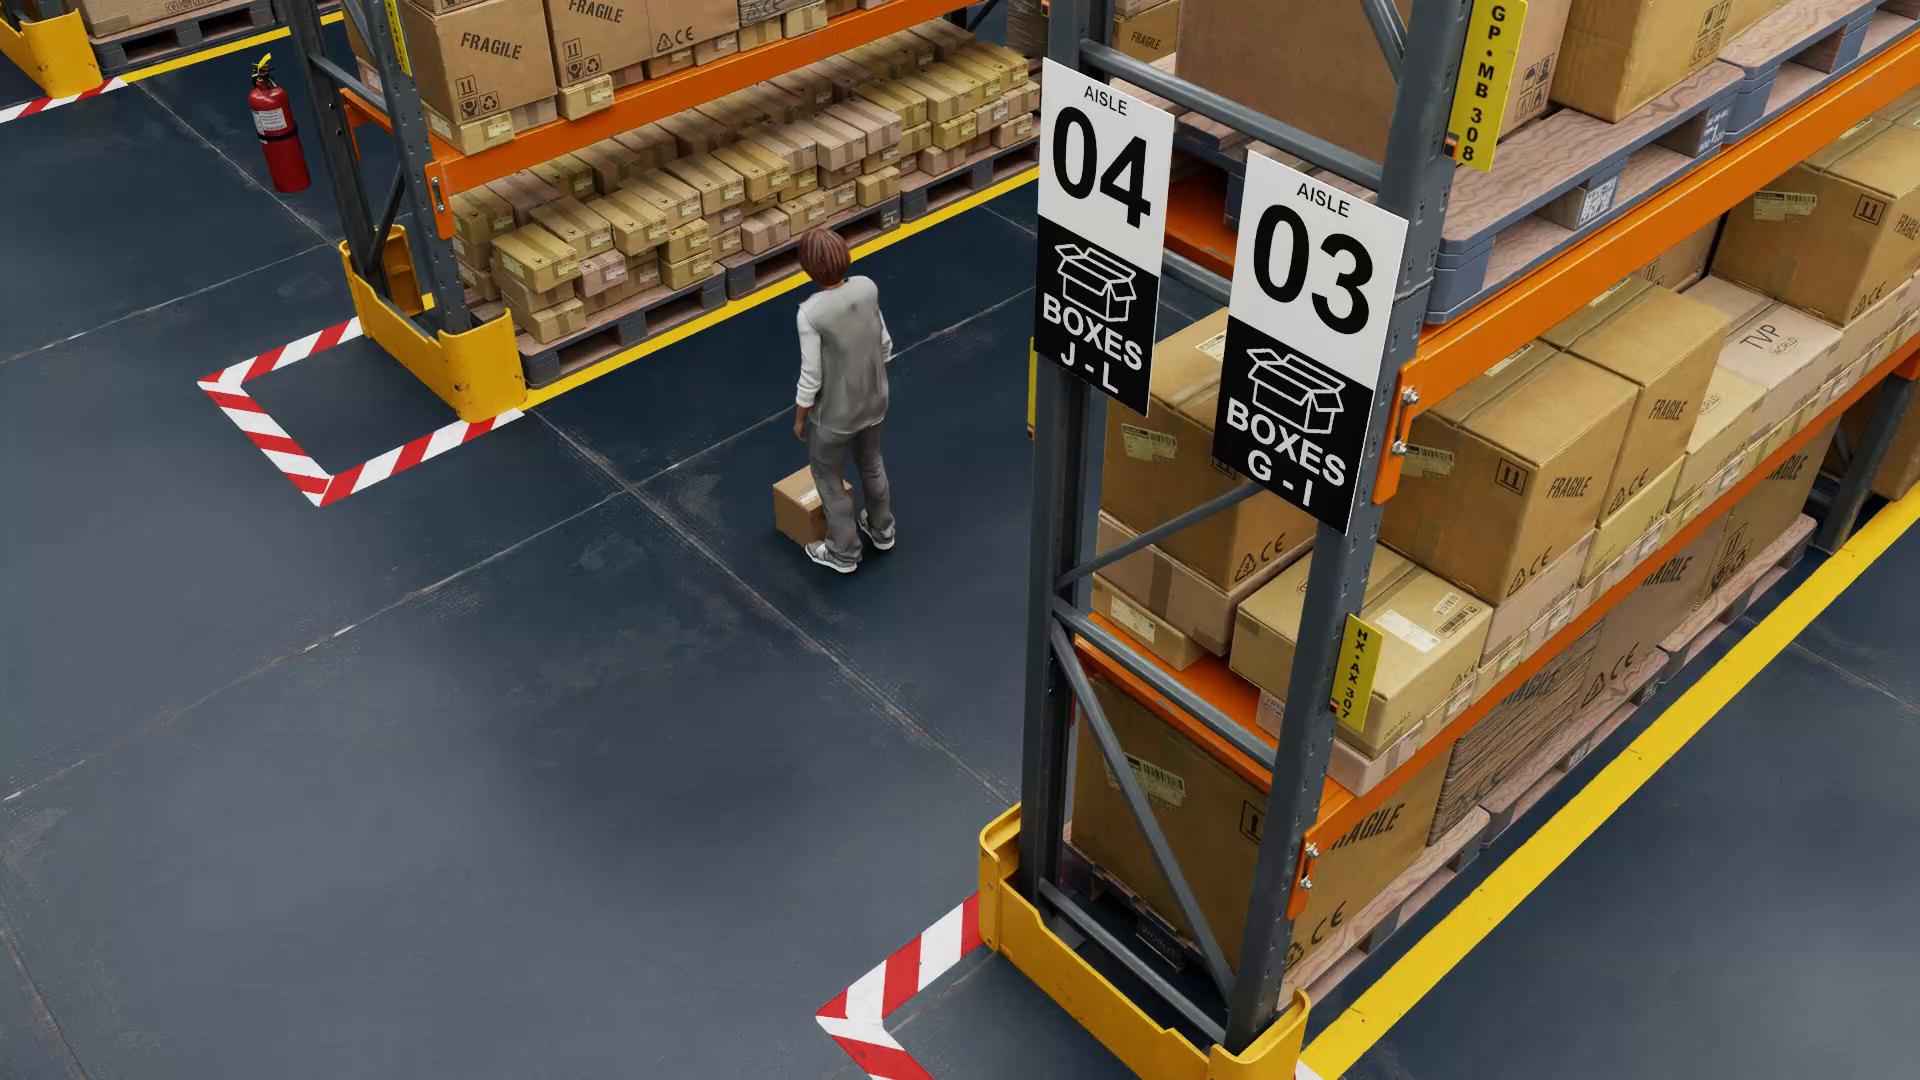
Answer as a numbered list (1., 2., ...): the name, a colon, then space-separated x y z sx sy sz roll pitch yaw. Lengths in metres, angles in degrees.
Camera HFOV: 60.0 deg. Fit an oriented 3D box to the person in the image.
1. person: -0.477 -0.456 6.887 0.462 1.352 0.320 -30 49 -31
